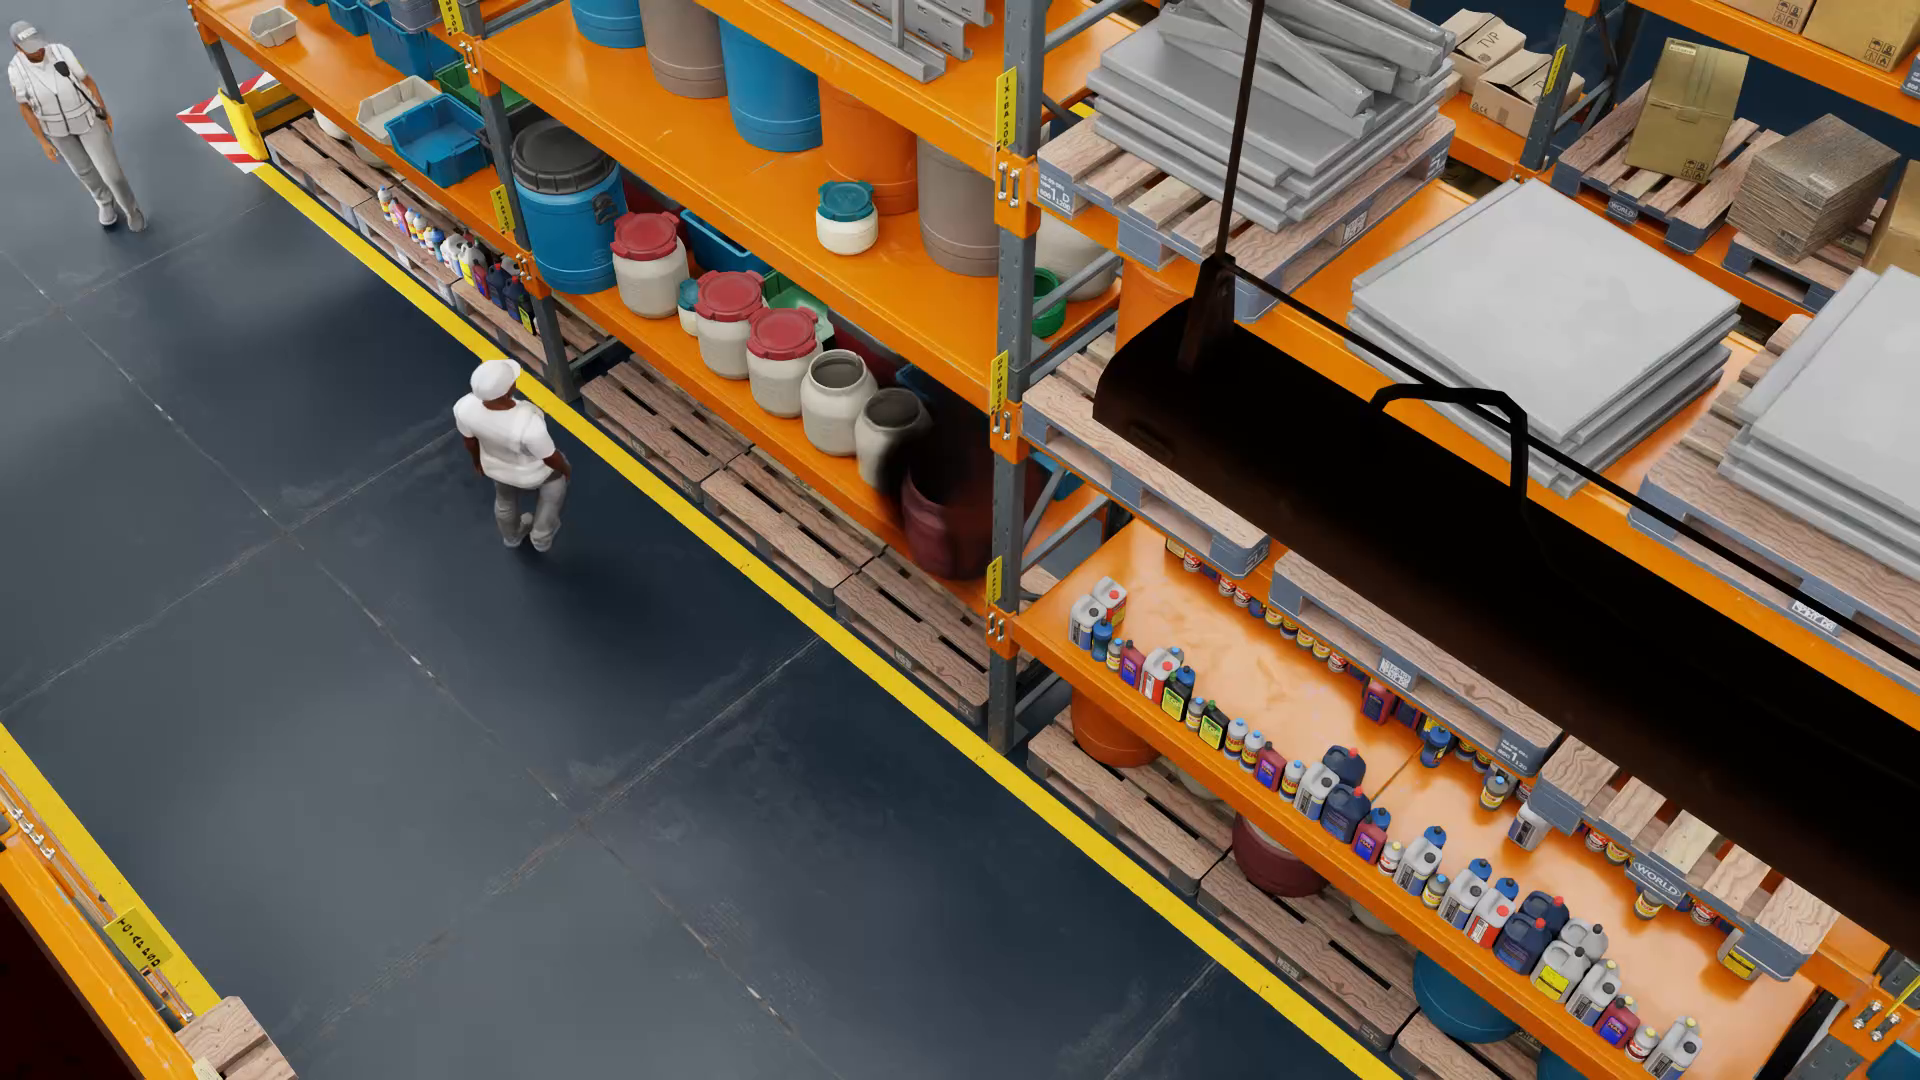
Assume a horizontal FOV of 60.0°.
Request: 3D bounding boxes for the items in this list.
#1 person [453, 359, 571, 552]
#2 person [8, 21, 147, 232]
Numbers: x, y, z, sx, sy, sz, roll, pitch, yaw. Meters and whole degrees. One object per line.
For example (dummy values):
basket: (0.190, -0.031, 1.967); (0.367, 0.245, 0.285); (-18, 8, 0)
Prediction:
person: (-2.519, -0.479, 9.578); (0.678, 1.771, 0.546); (18, 52, 15)
person: (-6.263, -2.890, 11.747); (0.490, 1.714, 0.475); (-11, 51, -9)
